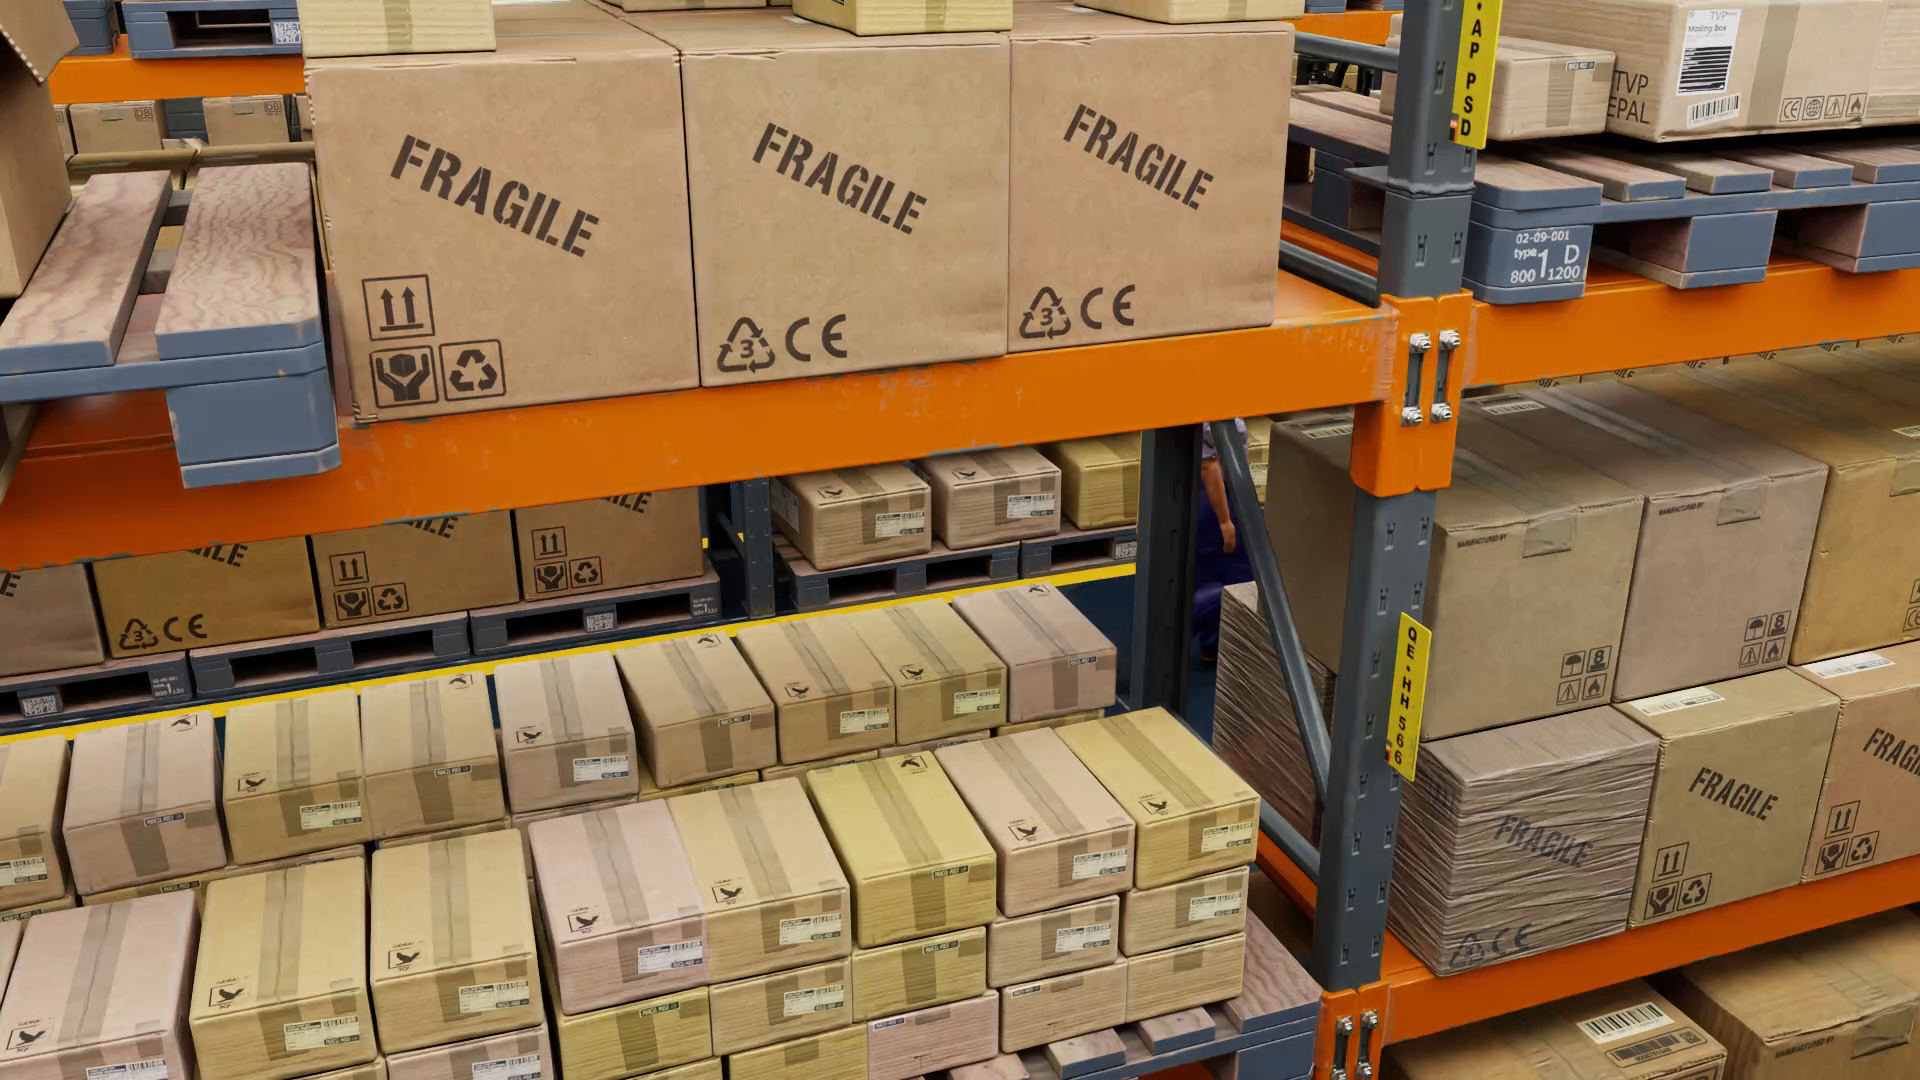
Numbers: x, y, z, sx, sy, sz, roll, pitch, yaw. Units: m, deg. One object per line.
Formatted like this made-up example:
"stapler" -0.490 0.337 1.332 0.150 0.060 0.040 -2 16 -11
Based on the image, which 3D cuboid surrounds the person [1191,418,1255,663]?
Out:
"person" 1.120 -0.152 7.417 0.639 1.635 0.520 -3 23 -7
